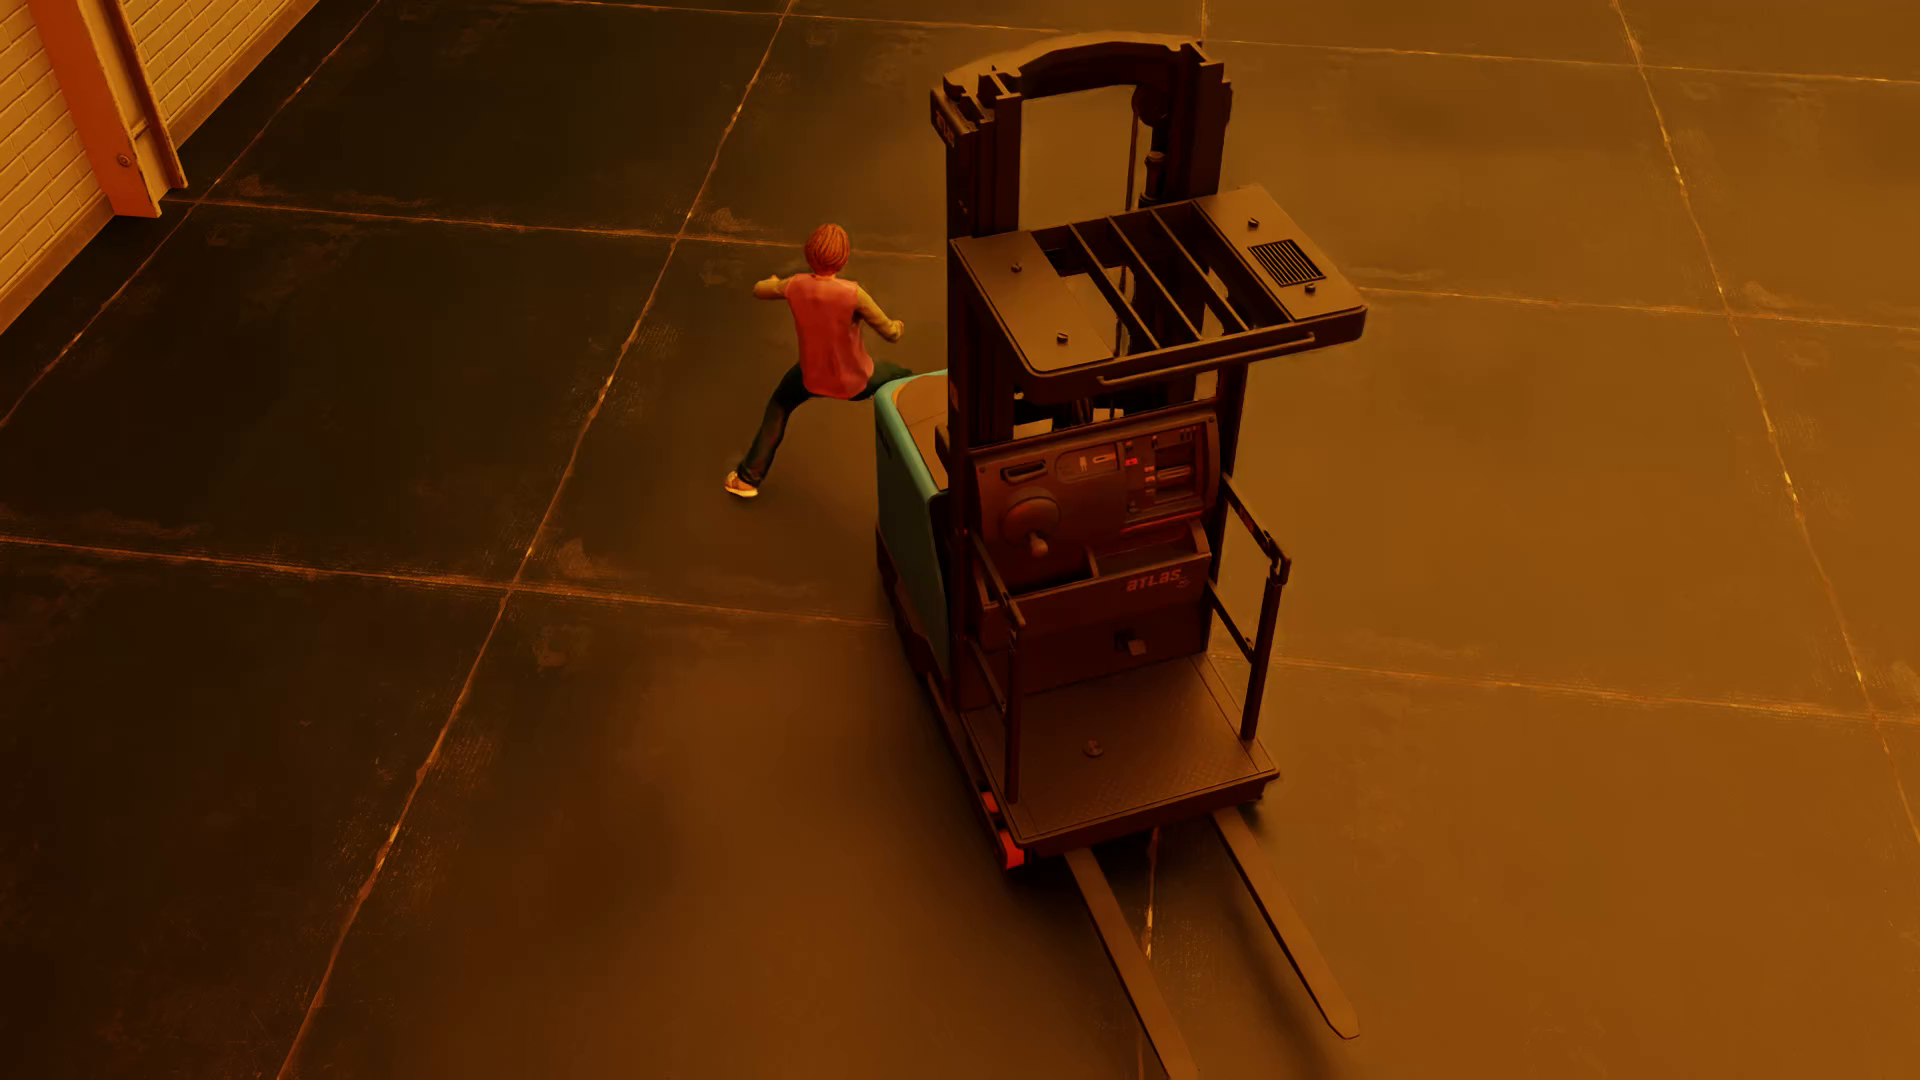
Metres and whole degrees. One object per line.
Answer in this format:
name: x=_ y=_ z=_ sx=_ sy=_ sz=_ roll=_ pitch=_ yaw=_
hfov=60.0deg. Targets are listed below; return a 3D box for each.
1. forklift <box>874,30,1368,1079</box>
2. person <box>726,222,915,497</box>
forklift: x=0.574 y=-0.113 z=5.847 sx=1.130 sy=2.935 sz=3.031 roll=-13 pitch=44 yaw=-14
person: x=-0.588 y=-0.900 z=7.838 sx=0.997 sy=1.426 sz=0.908 roll=12 pitch=44 yaw=13
